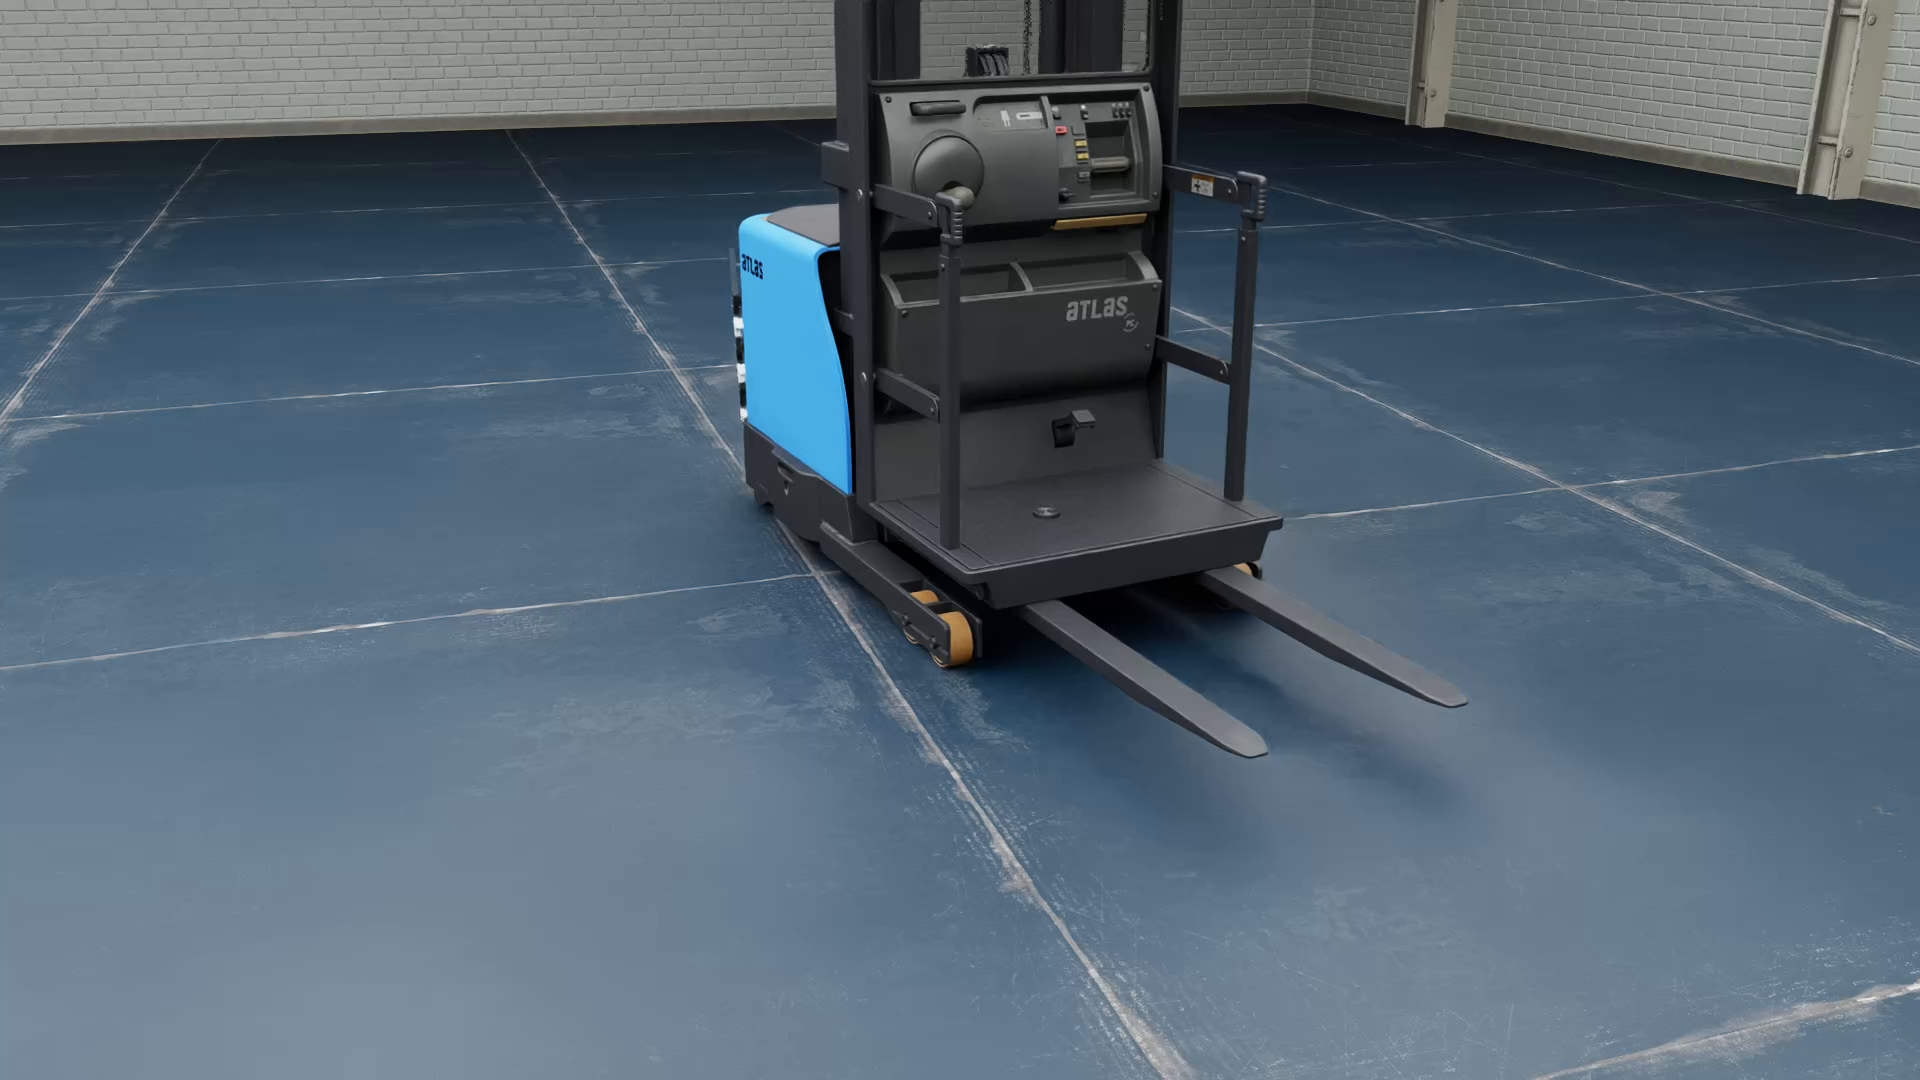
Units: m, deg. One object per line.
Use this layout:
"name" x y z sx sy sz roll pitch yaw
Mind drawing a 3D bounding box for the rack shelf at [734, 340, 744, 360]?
"rack shelf" -0.717 -0.737 6.448 0.258 0.077 0.200 -10 17 -25

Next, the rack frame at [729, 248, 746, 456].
"rack frame" -0.761 -0.705 6.551 0.240 0.900 0.006 -10 17 -25

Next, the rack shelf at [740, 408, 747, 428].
"rack shelf" -0.707 -0.477 6.520 0.258 0.077 0.200 -10 17 -25

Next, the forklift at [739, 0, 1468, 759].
"forklift" 0.294 -1.174 4.850 1.130 2.935 3.031 -10 22 -25

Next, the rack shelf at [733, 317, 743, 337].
"rack shelf" -0.721 -0.824 6.424 0.258 0.077 0.200 -10 17 -25

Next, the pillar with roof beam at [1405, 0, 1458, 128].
"pillar with roof beam" 1.323 -8.595 16.535 9.100 9.000 0.400 -6 21 -17

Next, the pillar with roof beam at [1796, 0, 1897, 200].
"pillar with roof beam" 3.208 -6.670 11.174 9.100 9.000 0.400 -6 21 -17

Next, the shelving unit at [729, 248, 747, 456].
"shelving unit" -0.715 -0.682 6.463 0.258 0.900 0.210 -10 17 -25

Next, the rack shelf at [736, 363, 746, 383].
"rack shelf" -0.714 -0.650 6.472 0.258 0.077 0.200 -10 17 -25

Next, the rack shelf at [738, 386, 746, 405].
"rack shelf" -0.710 -0.564 6.496 0.258 0.077 0.200 -10 17 -25

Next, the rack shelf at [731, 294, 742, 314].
"rack shelf" -0.724 -0.910 6.400 0.258 0.077 0.200 -10 17 -25
